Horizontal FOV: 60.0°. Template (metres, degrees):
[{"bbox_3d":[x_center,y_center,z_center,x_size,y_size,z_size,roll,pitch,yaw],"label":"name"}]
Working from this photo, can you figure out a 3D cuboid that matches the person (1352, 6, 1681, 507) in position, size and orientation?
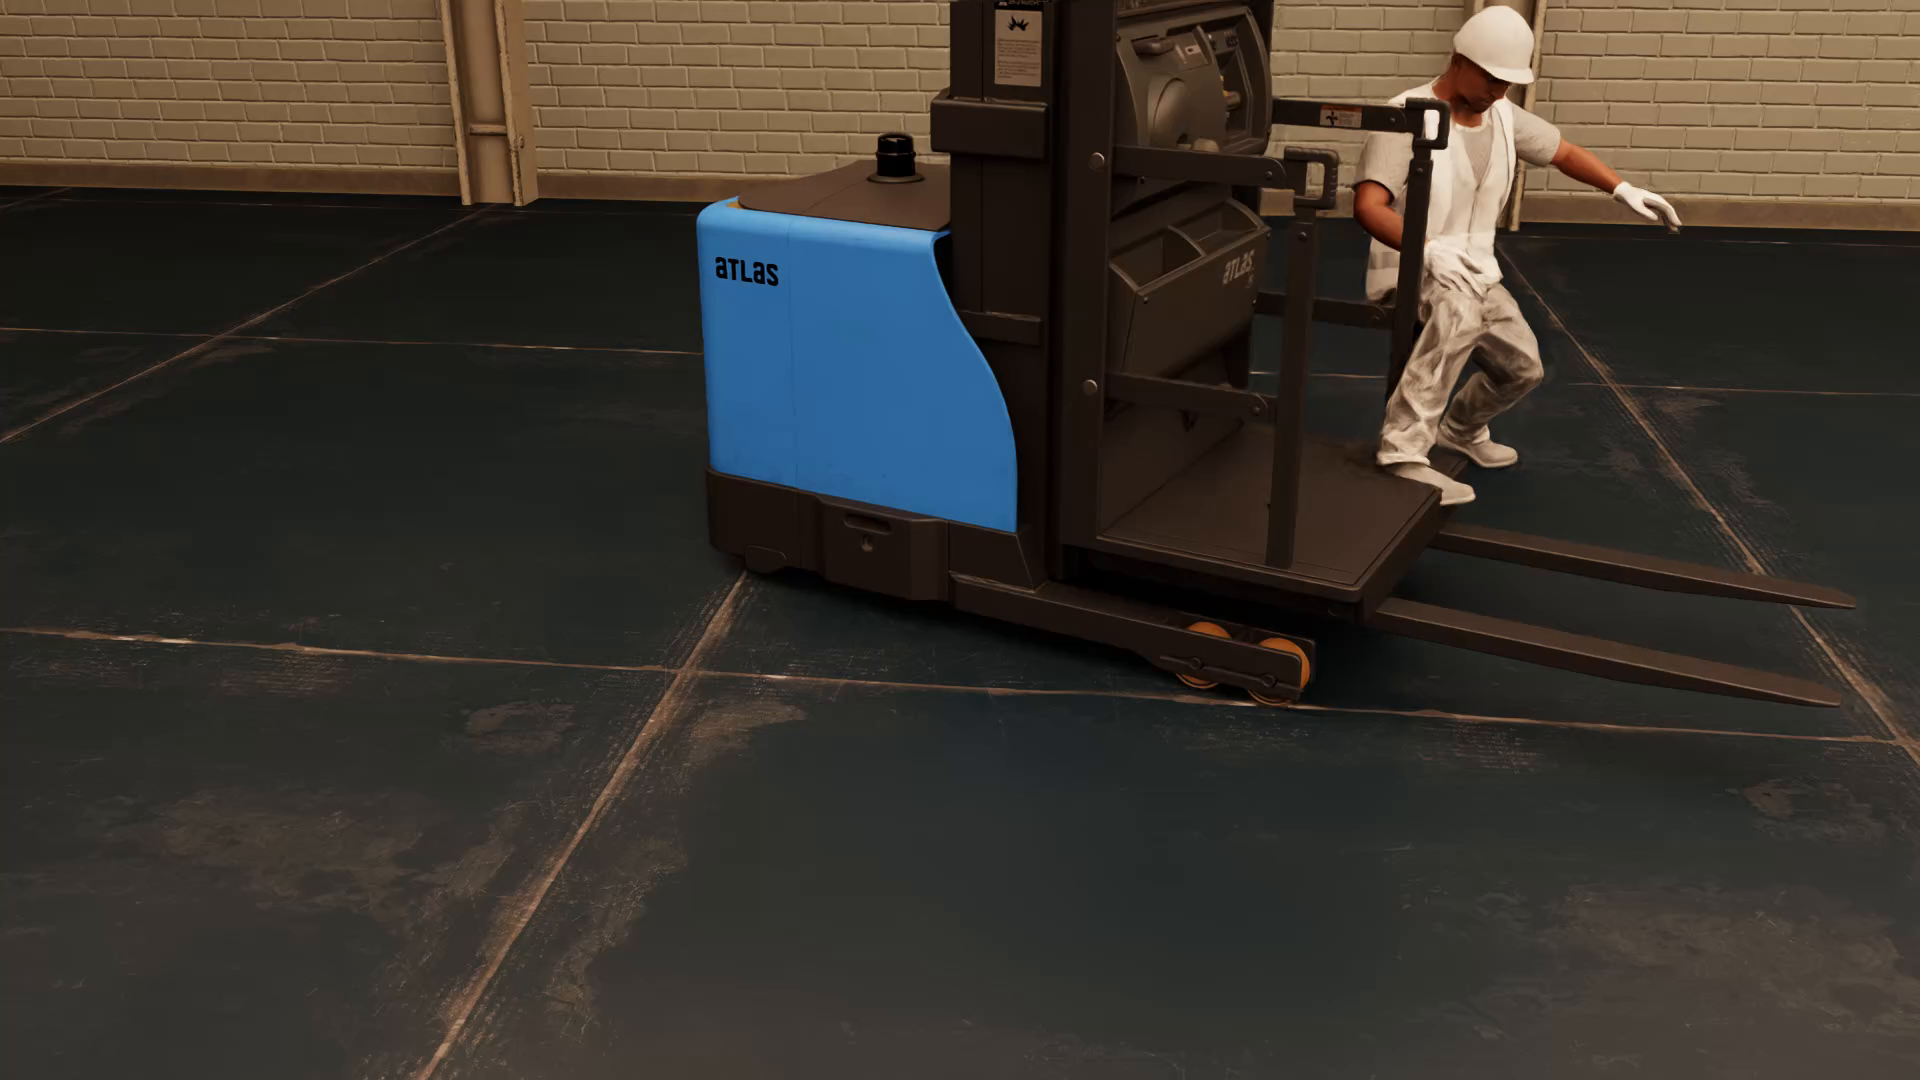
[{"bbox_3d":[1.582,-0.782,5.010,1.247,1.578,0.972,-13,26,-30],"label":"person"}]

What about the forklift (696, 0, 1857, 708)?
[{"bbox_3d":[0.788,-1.172,4.164,3.031,2.935,1.130,12,25,27],"label":"forklift"}]
